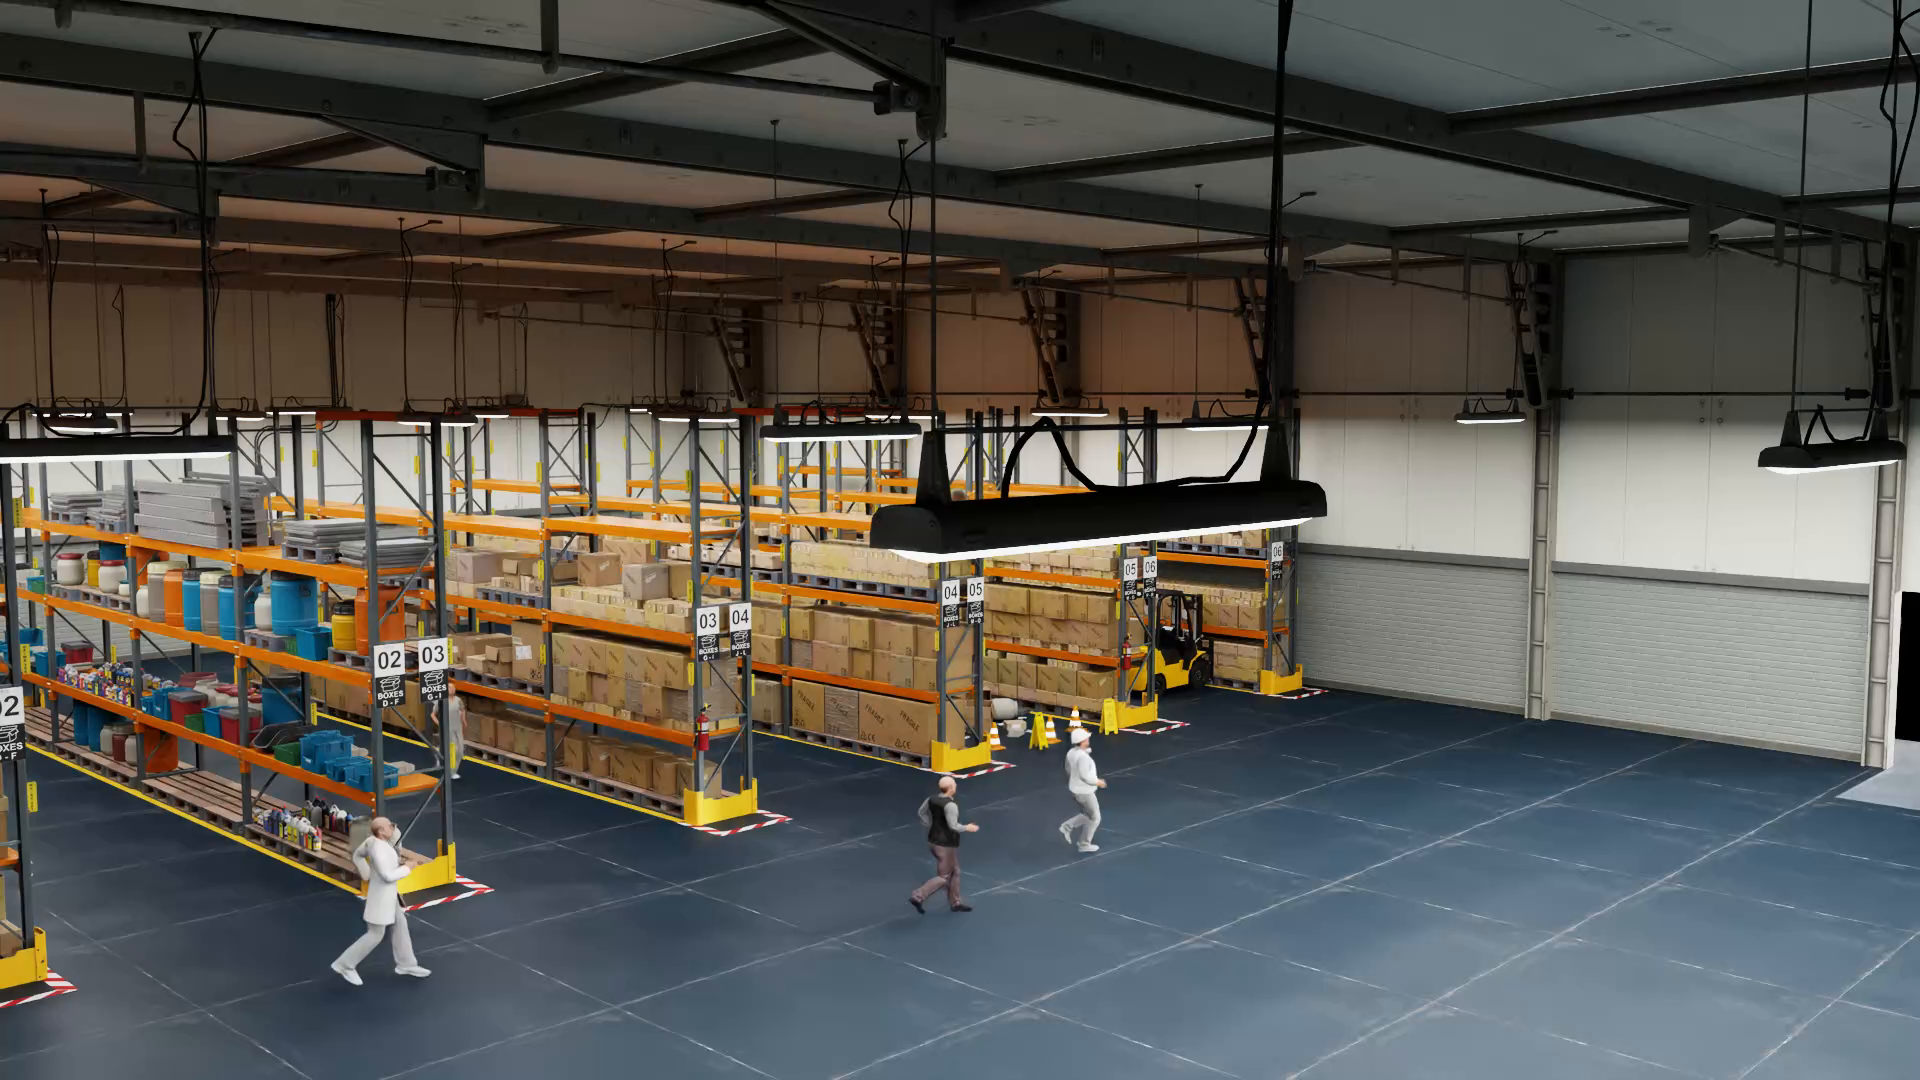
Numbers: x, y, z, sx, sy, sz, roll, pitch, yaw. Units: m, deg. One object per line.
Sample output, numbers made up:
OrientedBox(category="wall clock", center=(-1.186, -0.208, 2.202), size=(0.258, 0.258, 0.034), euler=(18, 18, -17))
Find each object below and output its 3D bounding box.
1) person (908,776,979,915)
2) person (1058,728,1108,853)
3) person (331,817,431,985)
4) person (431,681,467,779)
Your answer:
OrientedBox(category="person", center=(-0.245, 3.701, 20.032), size=(0.927, 1.712, 0.646), euler=(-3, 6, -28))
OrientedBox(category="person", center=(1.683, 3.443, 22.899), size=(0.609, 1.722, 0.657), euler=(-1, 5, -16))
OrientedBox(category="person", center=(-6.192, 3.844, 17.744), size=(1.007, 1.798, 0.714), euler=(-2, 5, -20))
OrientedBox(category="person", center=(-8.356, 3.118, 27.291), size=(0.560, 1.618, 0.578), euler=(4, 7, 41))
